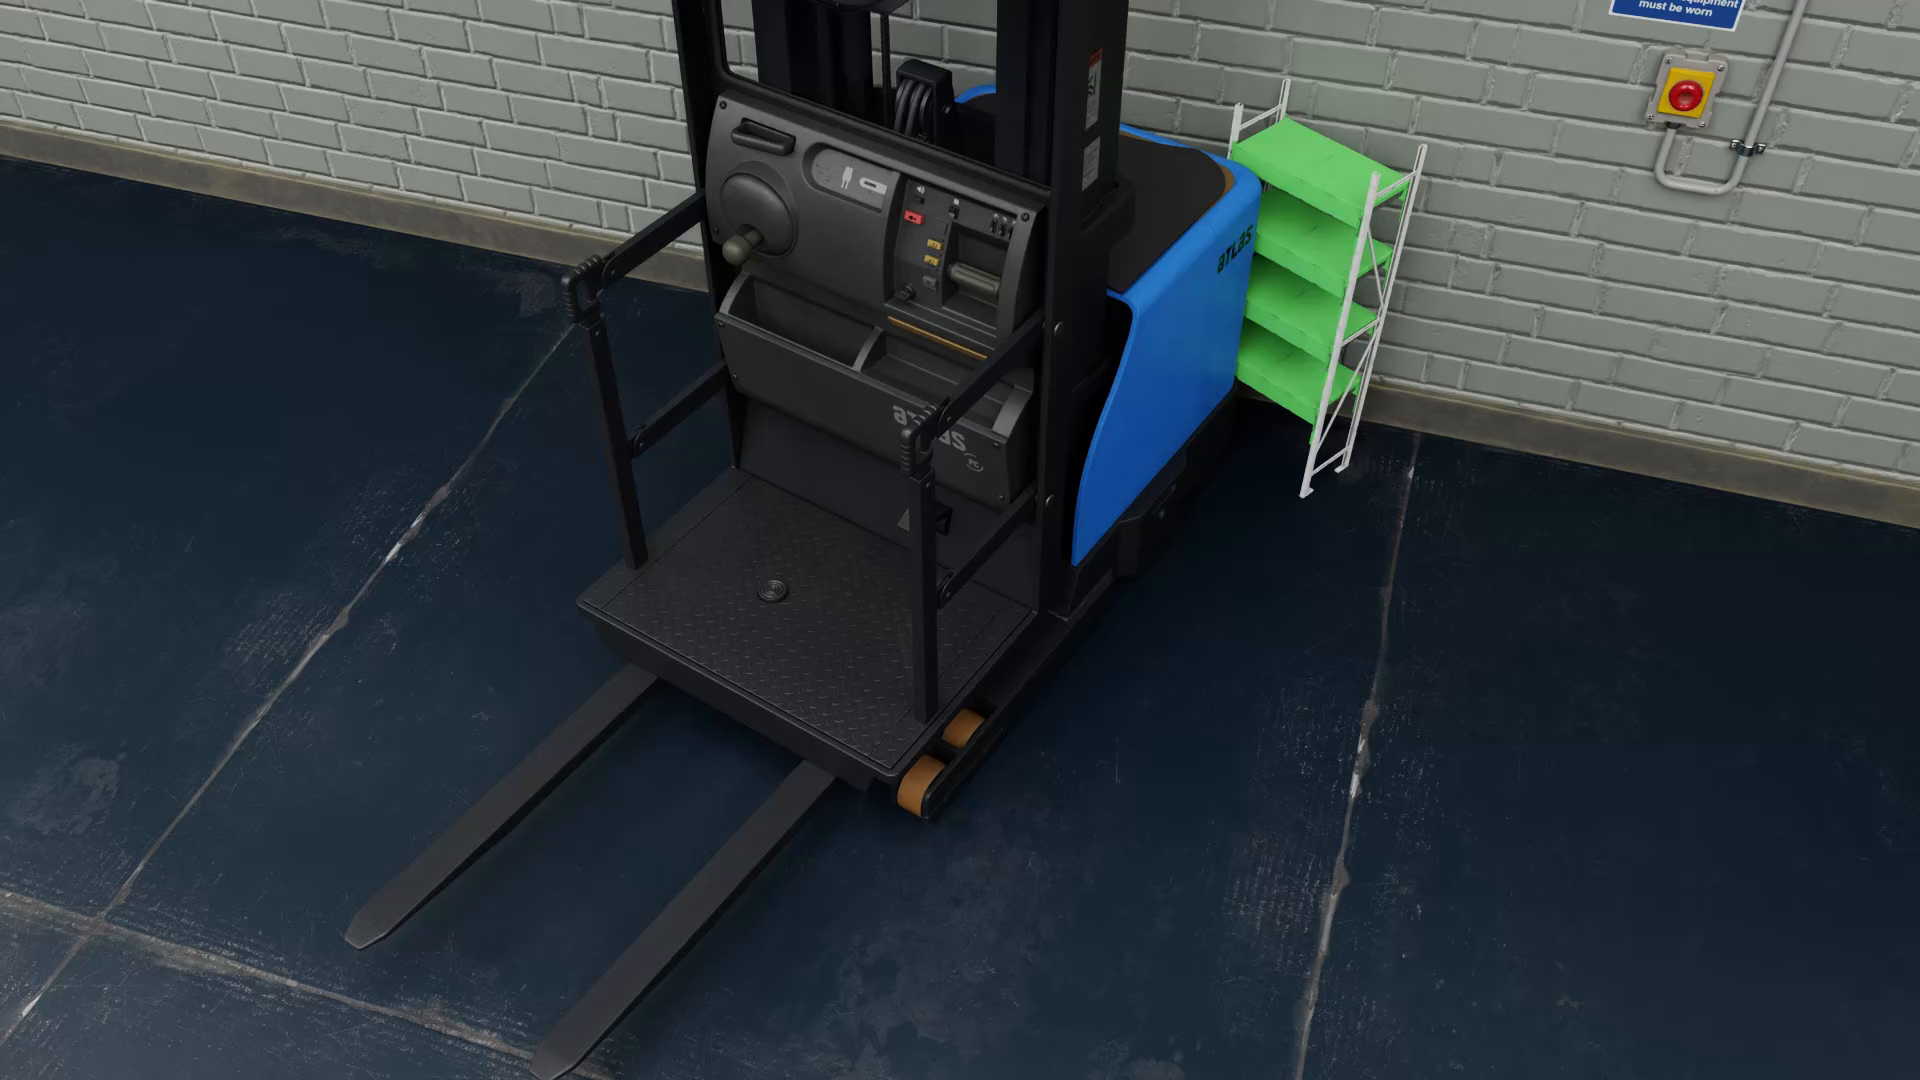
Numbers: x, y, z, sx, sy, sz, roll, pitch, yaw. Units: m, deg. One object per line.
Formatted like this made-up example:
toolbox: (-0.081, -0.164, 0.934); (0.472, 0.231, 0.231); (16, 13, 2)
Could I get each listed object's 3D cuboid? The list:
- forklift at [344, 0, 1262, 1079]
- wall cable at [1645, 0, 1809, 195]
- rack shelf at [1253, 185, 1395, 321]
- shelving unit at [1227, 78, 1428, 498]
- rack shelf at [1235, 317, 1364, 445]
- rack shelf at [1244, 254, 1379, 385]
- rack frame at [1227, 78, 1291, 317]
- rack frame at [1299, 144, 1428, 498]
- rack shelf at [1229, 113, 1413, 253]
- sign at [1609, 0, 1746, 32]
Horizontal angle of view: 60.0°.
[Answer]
forklift: (-0.348, -0.687, 3.856); (1.130, 2.935, 3.031); (25, 50, 24)
wall cable: (1.949, -1.702, 4.096); (0.585, 1.953, 0.123); (13, 46, 13)
rack shelf: (1.044, -0.877, 5.031); (0.258, 0.148, 0.480); (-32, 54, -30)
shelving unit: (1.040, -0.751, 5.153); (0.258, 1.200, 0.503); (-32, 54, -30)
rack shelf: (1.032, -0.533, 5.365); (0.258, 0.148, 0.480); (-32, 54, -30)
rack shelf: (1.038, -0.705, 5.198); (0.258, 0.148, 0.480); (-32, 54, -30)
rack frame: (0.873, -0.878, 5.278); (0.240, 1.200, 0.015); (-32, 54, -30)
rack frame: (1.207, -0.624, 5.028); (0.240, 1.200, 0.015); (-32, 54, -30)
rack shelf: (1.050, -1.050, 4.864); (0.258, 0.148, 0.480); (-32, 54, -30)
sign: (1.922, -1.475, 4.420); (0.327, 0.218, 0.001); (13, 46, 13)
